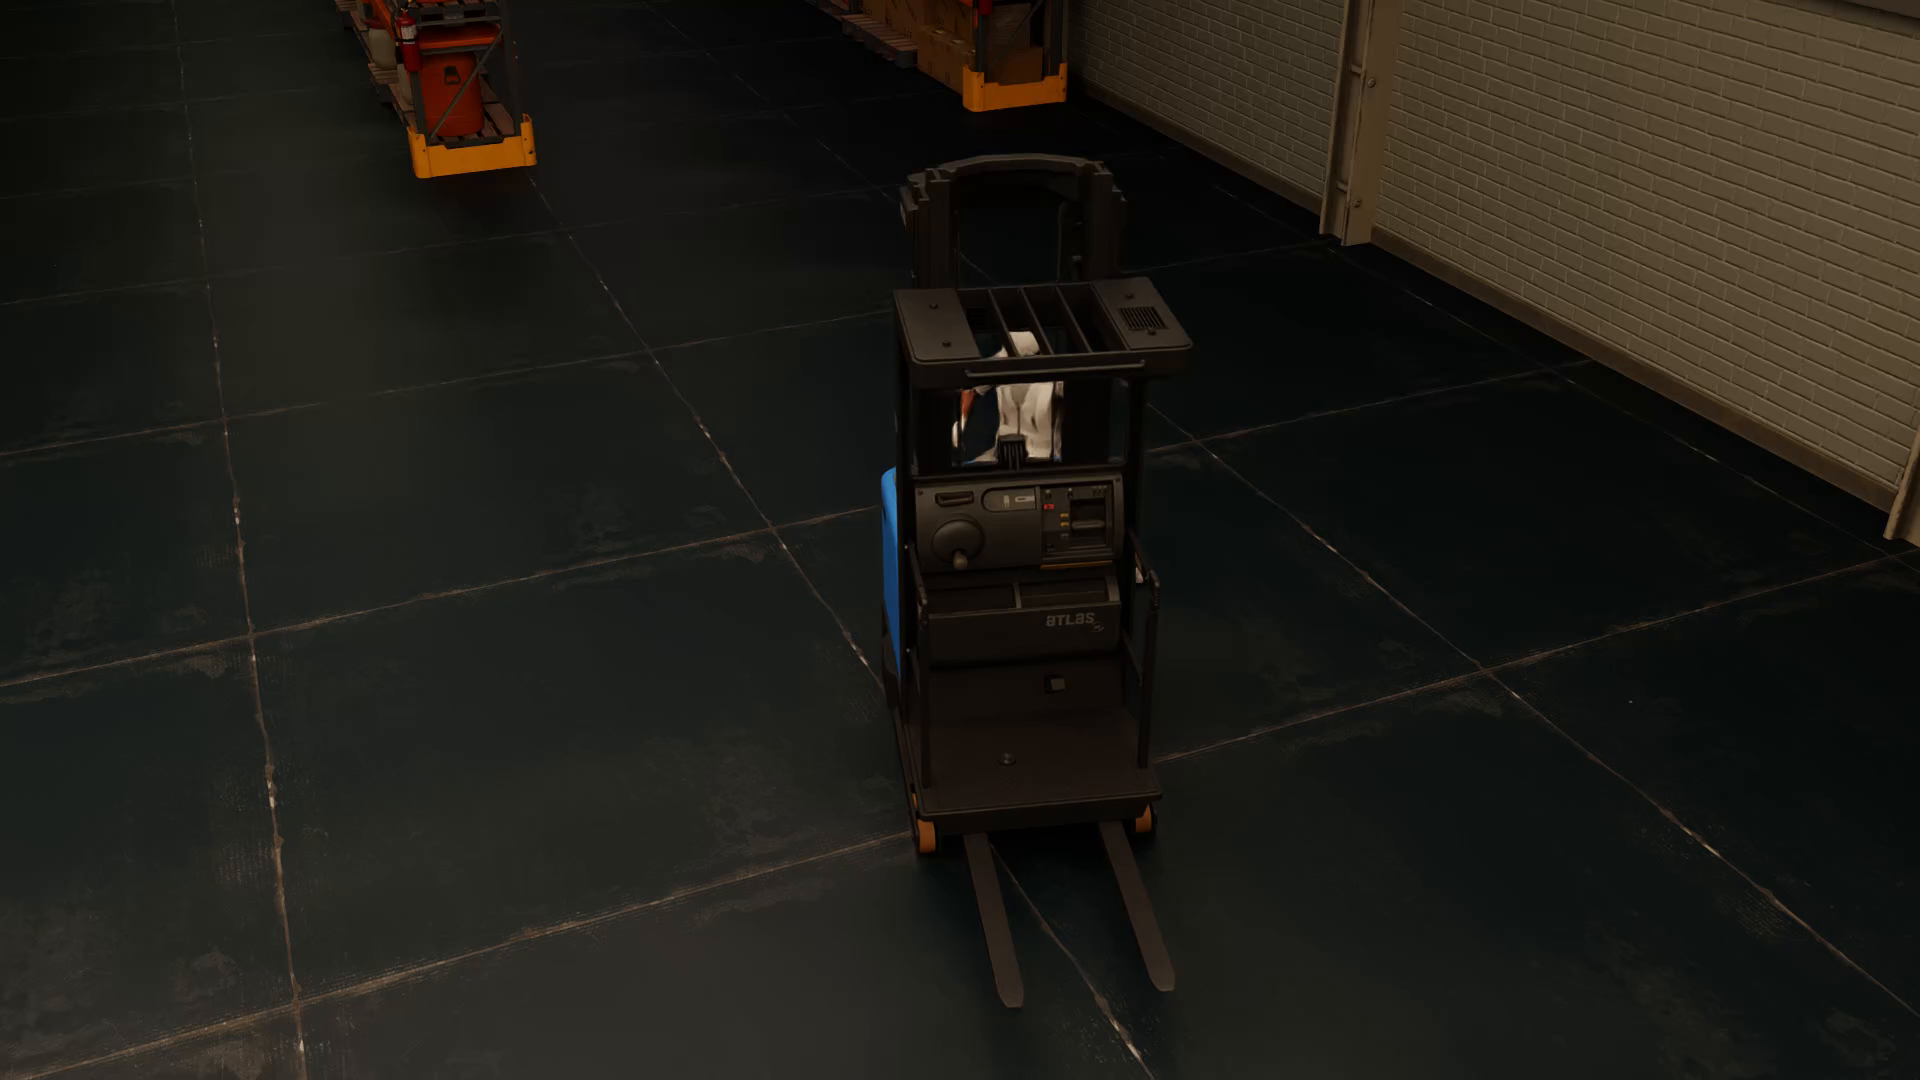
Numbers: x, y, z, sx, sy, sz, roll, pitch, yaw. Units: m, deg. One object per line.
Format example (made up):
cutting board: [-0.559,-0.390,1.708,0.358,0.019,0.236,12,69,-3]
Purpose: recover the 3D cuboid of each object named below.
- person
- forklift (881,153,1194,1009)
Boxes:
person: [0.365,-0.461,9.299,1.331,1.564,0.840,18,34,28]
forklift: [0.299,-0.031,7.174,1.130,2.935,3.031,-4,30,-7]
